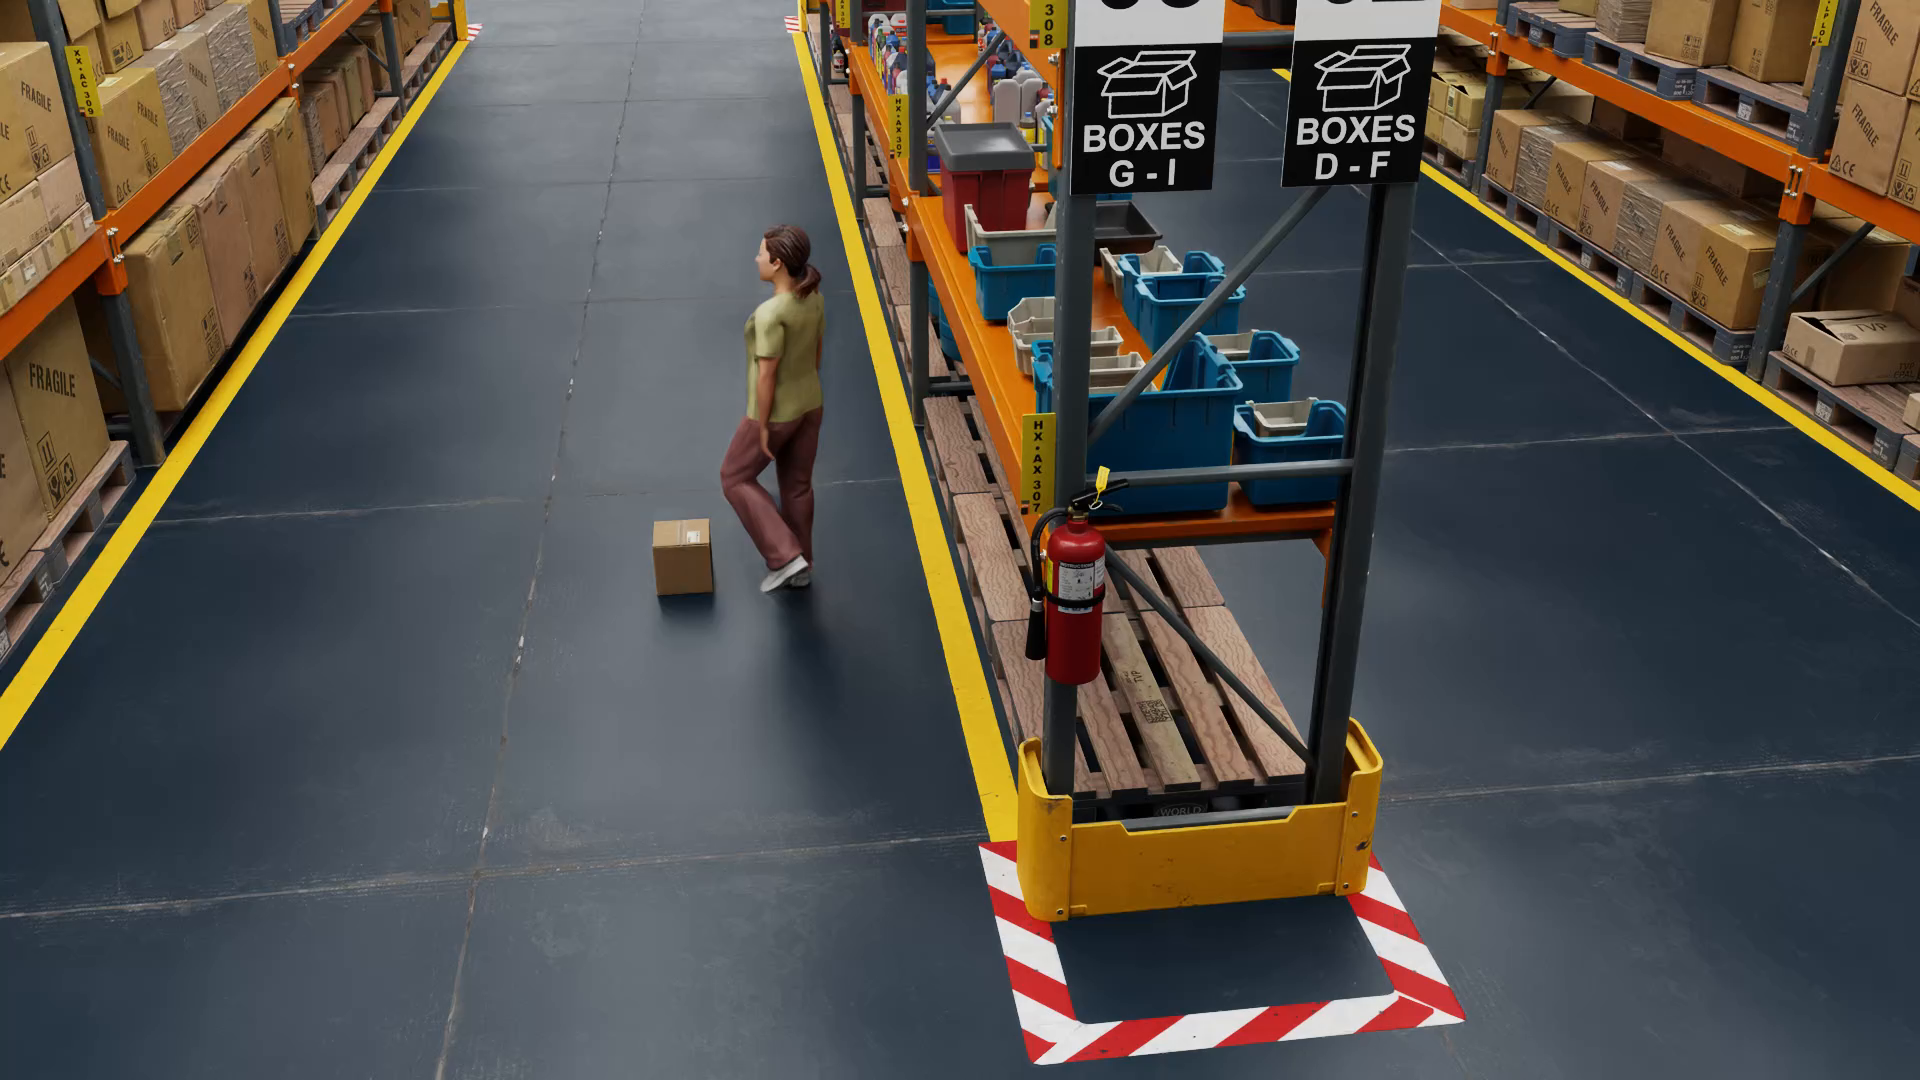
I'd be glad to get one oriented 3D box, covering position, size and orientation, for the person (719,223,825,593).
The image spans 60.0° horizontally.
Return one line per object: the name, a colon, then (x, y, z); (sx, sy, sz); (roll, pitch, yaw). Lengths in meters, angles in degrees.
person: (-0.761, -0.555, 7.185); (0.445, 1.669, 0.522); (20, 33, 33)
